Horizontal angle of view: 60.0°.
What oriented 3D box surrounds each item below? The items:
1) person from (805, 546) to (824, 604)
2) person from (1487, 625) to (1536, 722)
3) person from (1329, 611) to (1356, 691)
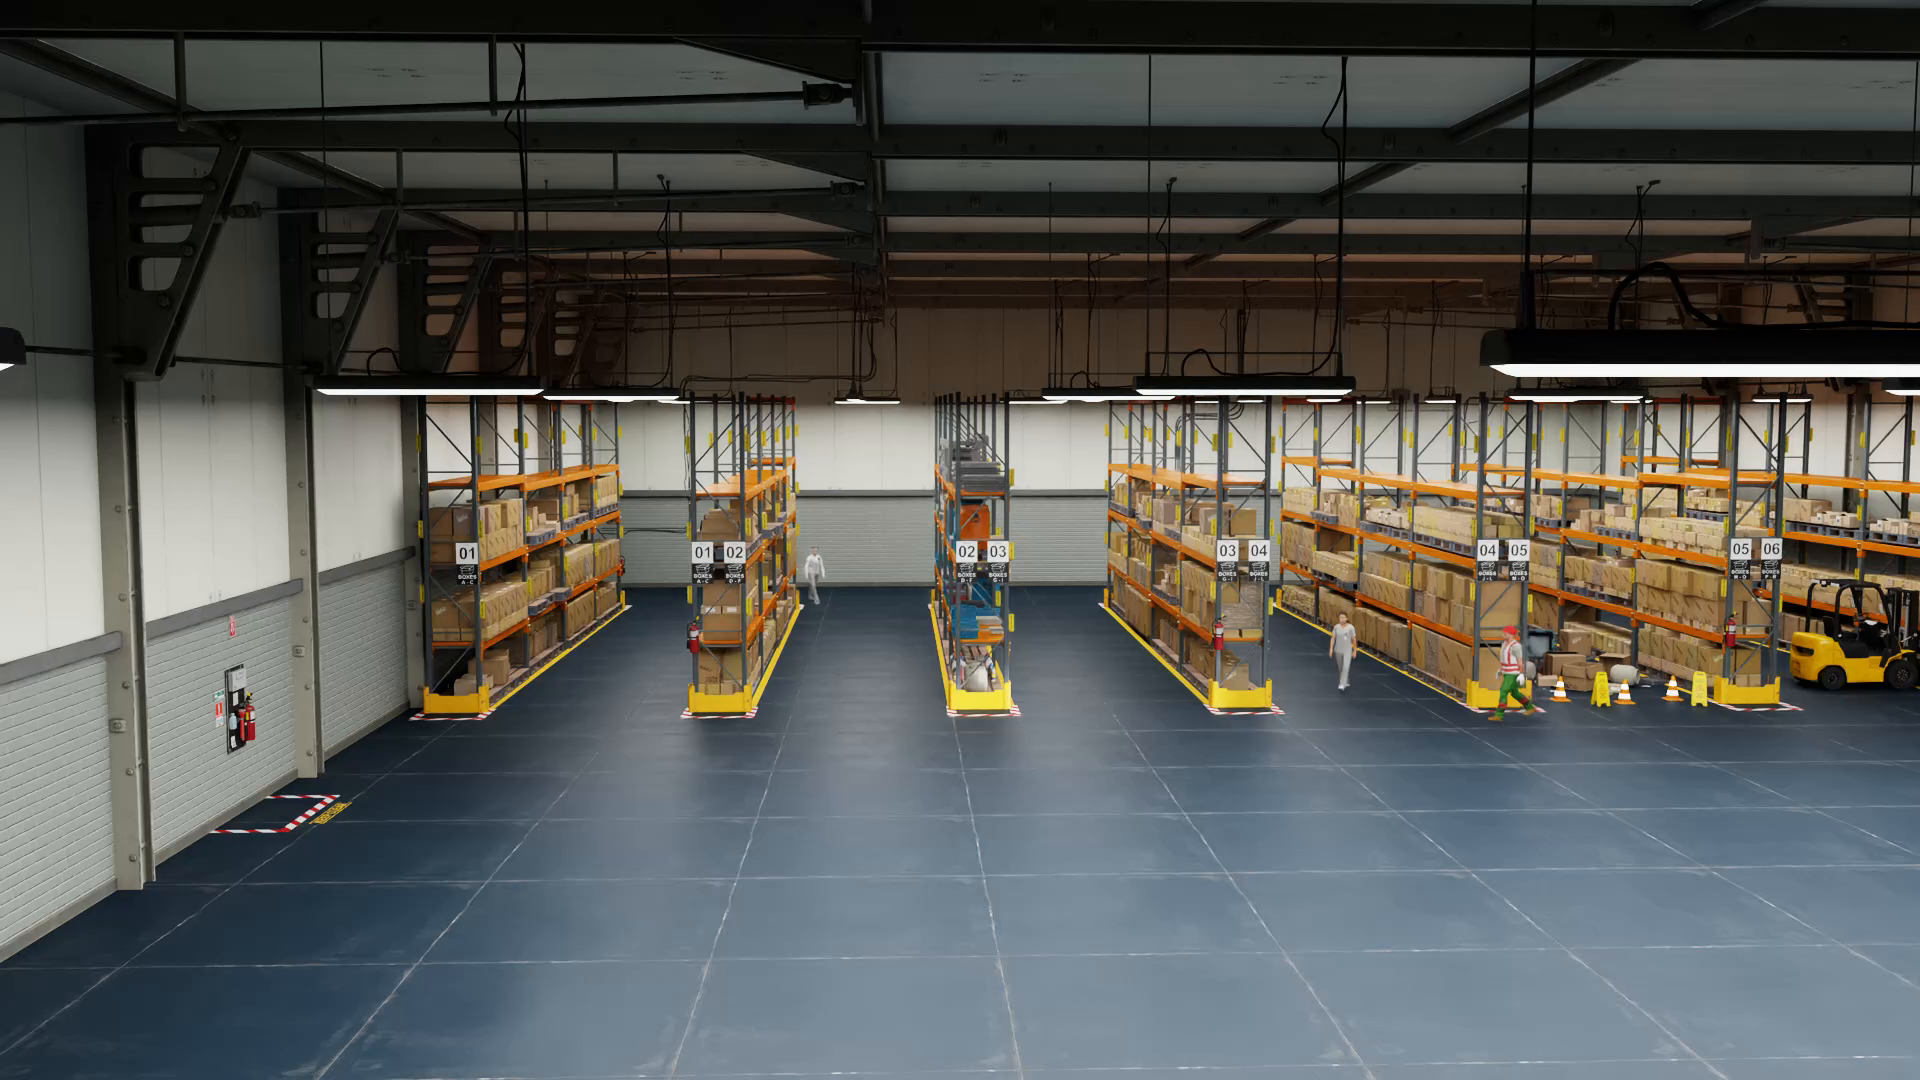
[{"bbox_3d":[-4.246,0.995,48.677,0.511,1.646,0.955,-3,6,-35],"label":"person"},{"bbox_3d":[10.053,2.422,30.286,1.046,1.752,0.607,-1,5,-14],"label":"person"},{"bbox_3d":[7.639,2.241,33.278,0.462,1.593,1.074,3,6,34],"label":"person"}]
